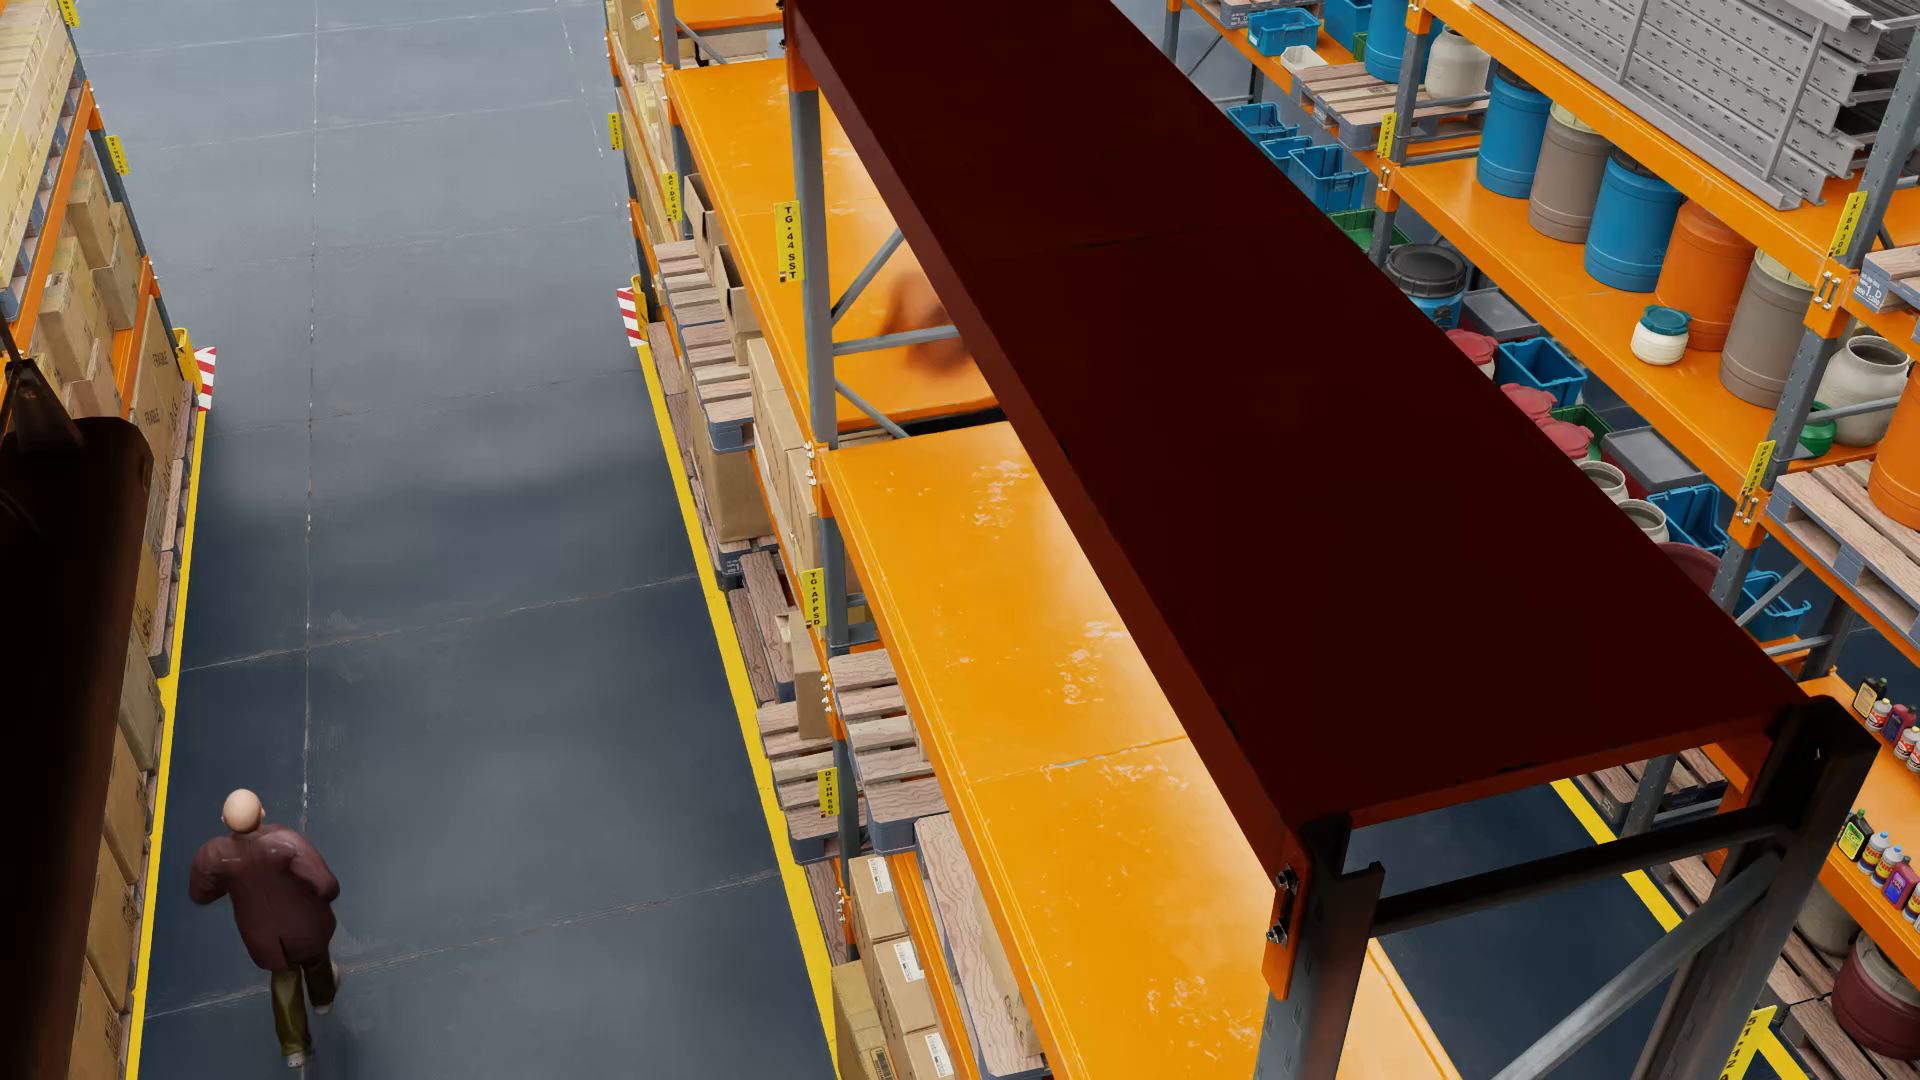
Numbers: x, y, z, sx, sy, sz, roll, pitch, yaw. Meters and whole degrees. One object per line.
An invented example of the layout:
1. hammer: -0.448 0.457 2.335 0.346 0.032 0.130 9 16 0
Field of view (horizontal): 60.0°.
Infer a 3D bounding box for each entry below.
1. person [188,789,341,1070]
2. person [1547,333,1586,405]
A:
1. person: -3.459 1.949 8.496 0.721 1.807 0.826 -9 39 -11
2. person: 4.936 -1.575 13.470 0.590 1.740 0.726 -12 40 -15
